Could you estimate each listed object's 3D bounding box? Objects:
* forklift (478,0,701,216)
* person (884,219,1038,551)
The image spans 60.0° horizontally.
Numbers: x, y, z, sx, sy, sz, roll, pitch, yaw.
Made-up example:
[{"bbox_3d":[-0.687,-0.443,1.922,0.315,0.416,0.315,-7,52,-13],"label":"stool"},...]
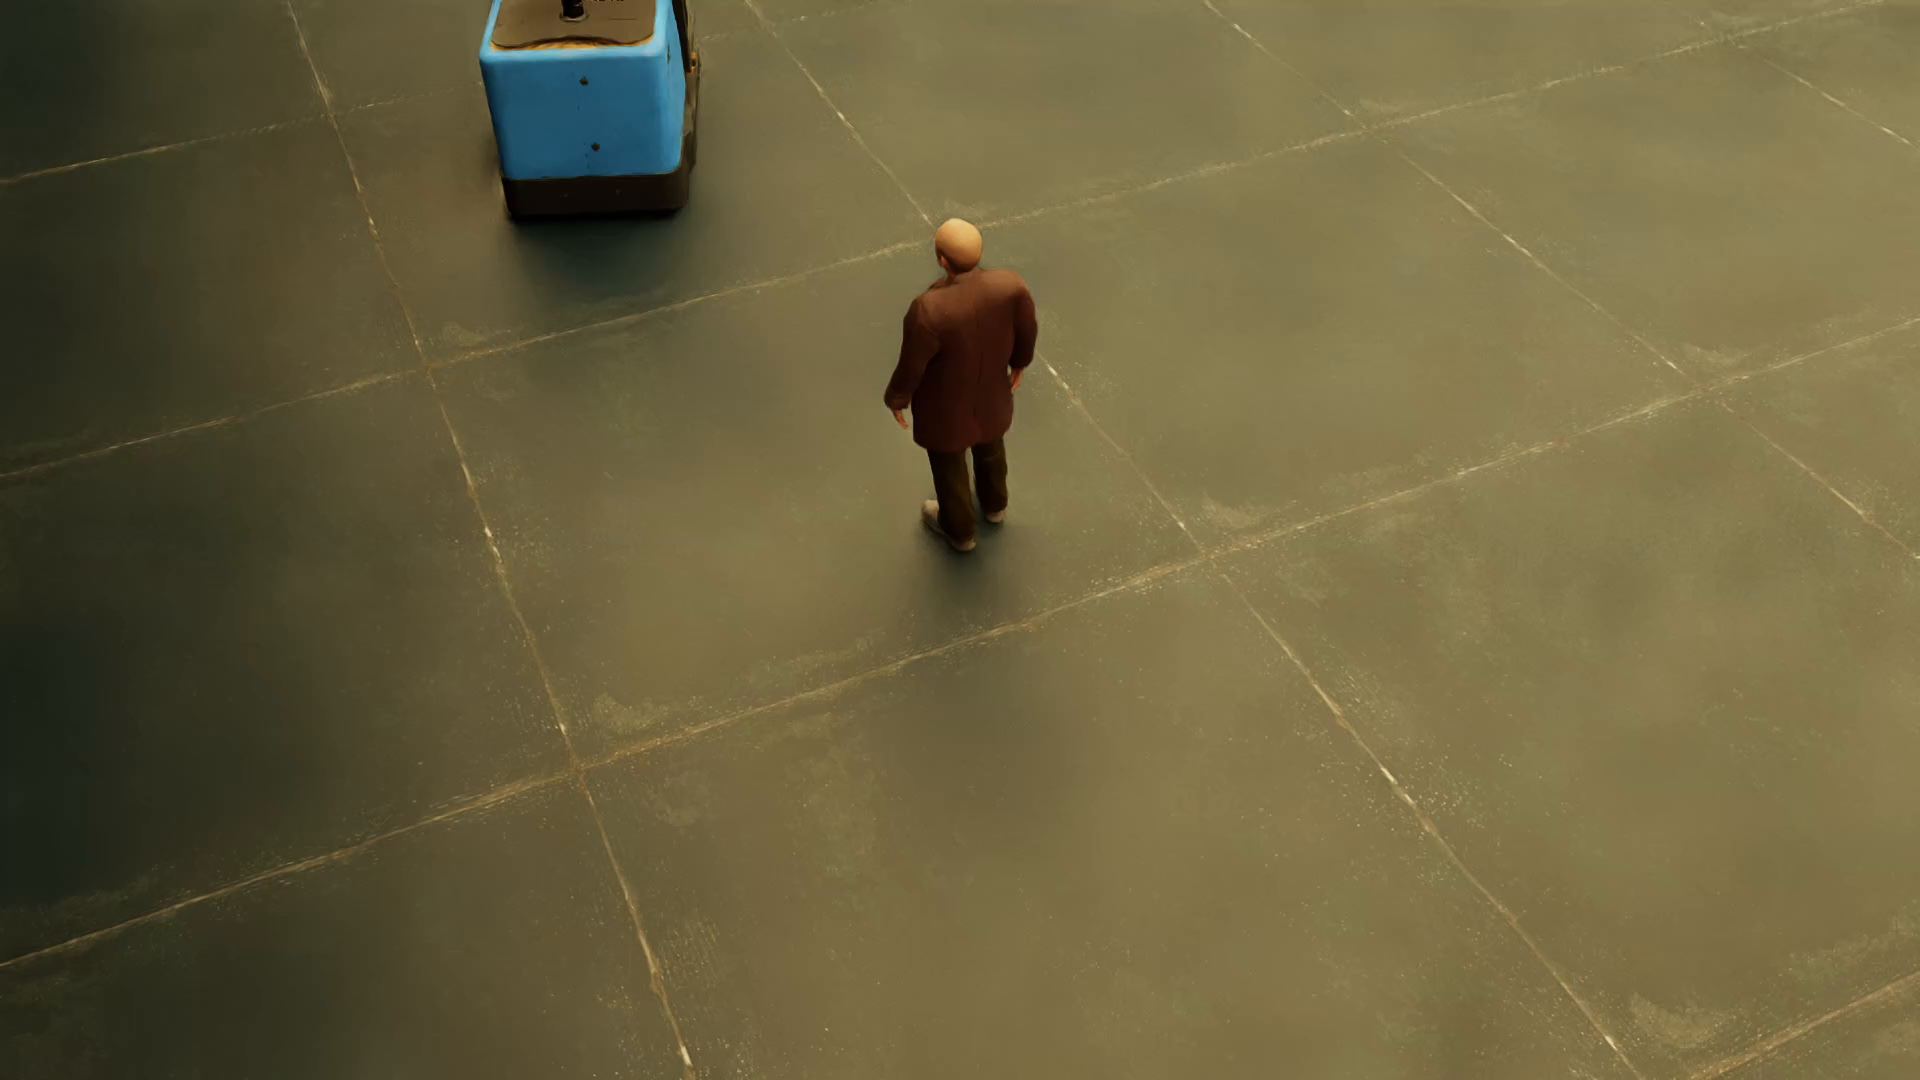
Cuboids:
[{"bbox_3d":[-2.270,-3.977,9.942,1.130,2.935,3.031,-3,43,-4],"label":"forklift"},{"bbox_3d":[-0.034,-0.713,7.279,0.694,1.776,0.580,-18,46,-18],"label":"person"}]
